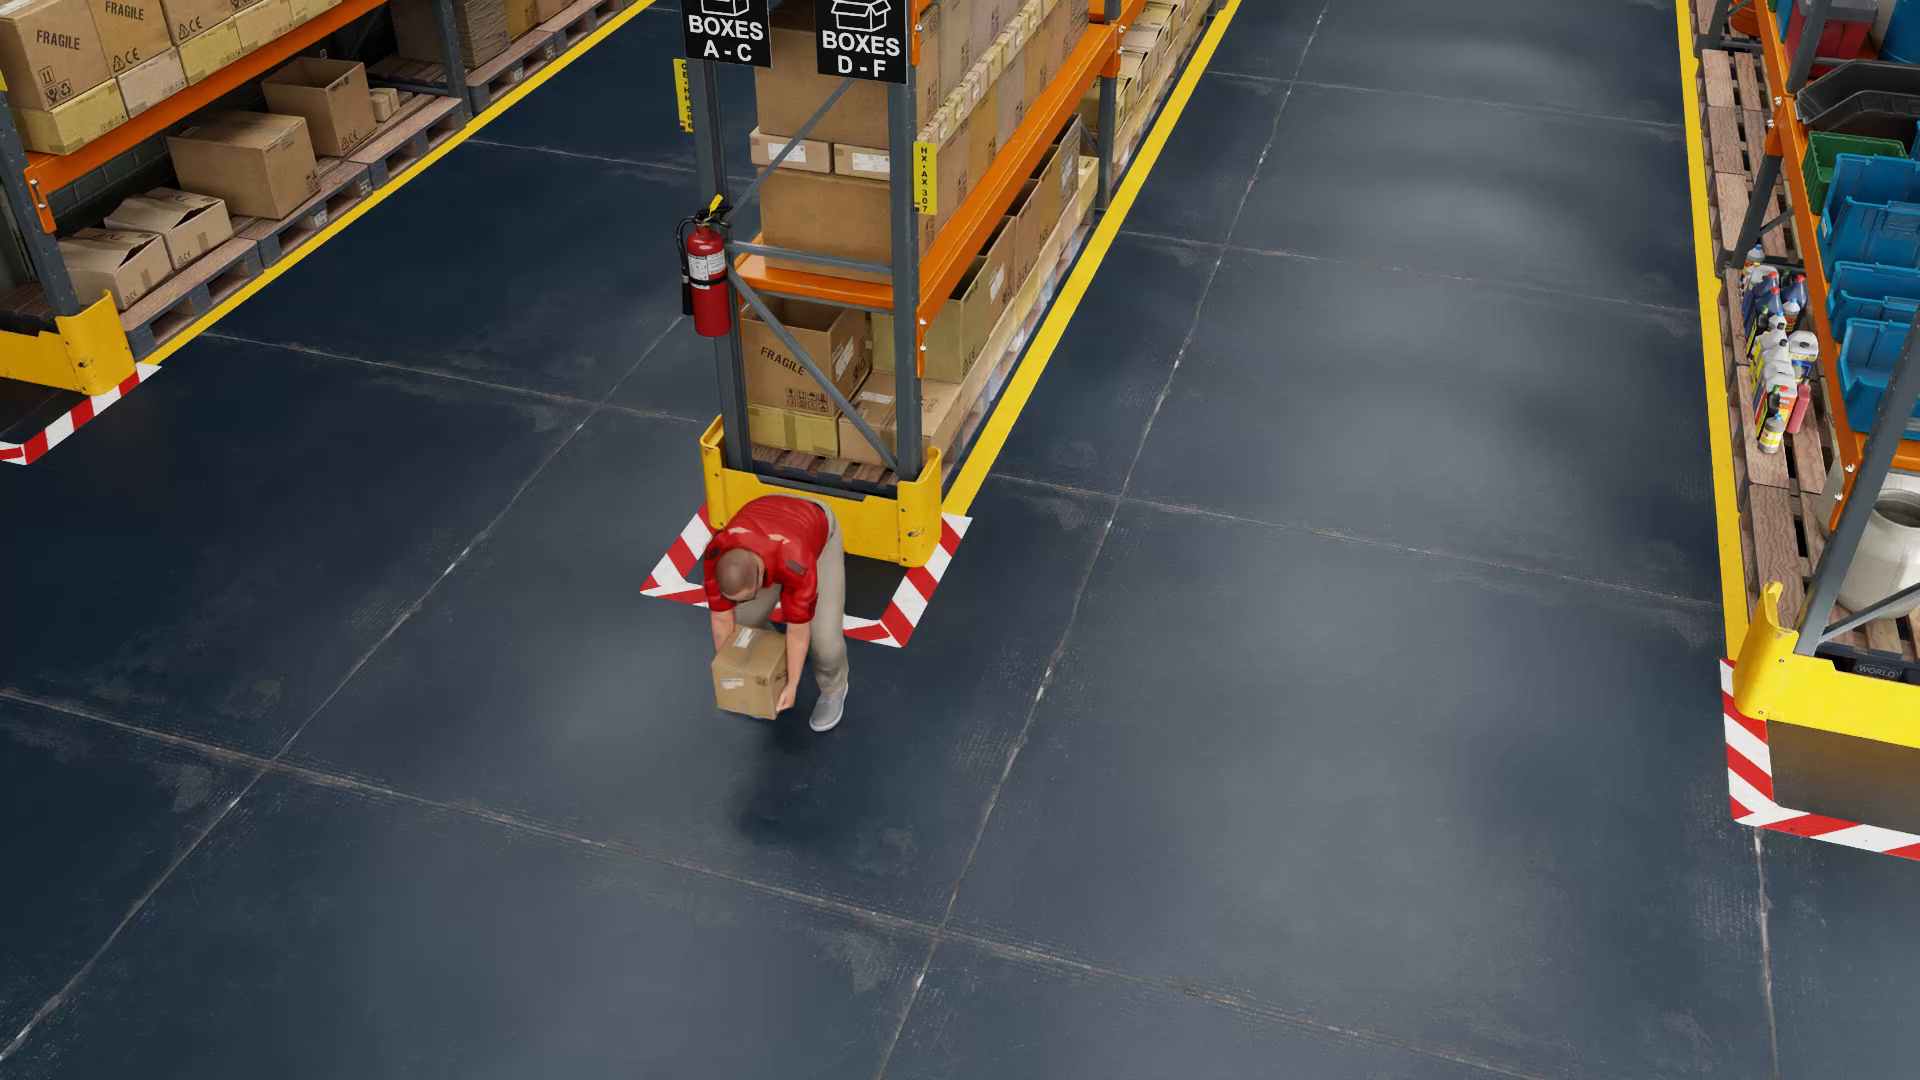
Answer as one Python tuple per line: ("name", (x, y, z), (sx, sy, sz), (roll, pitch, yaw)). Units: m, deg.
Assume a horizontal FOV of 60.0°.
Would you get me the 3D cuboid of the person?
("person", (-0.766, 0.335, 6.866), (0.506, 1.243, 0.915), (9, 38, 12))
